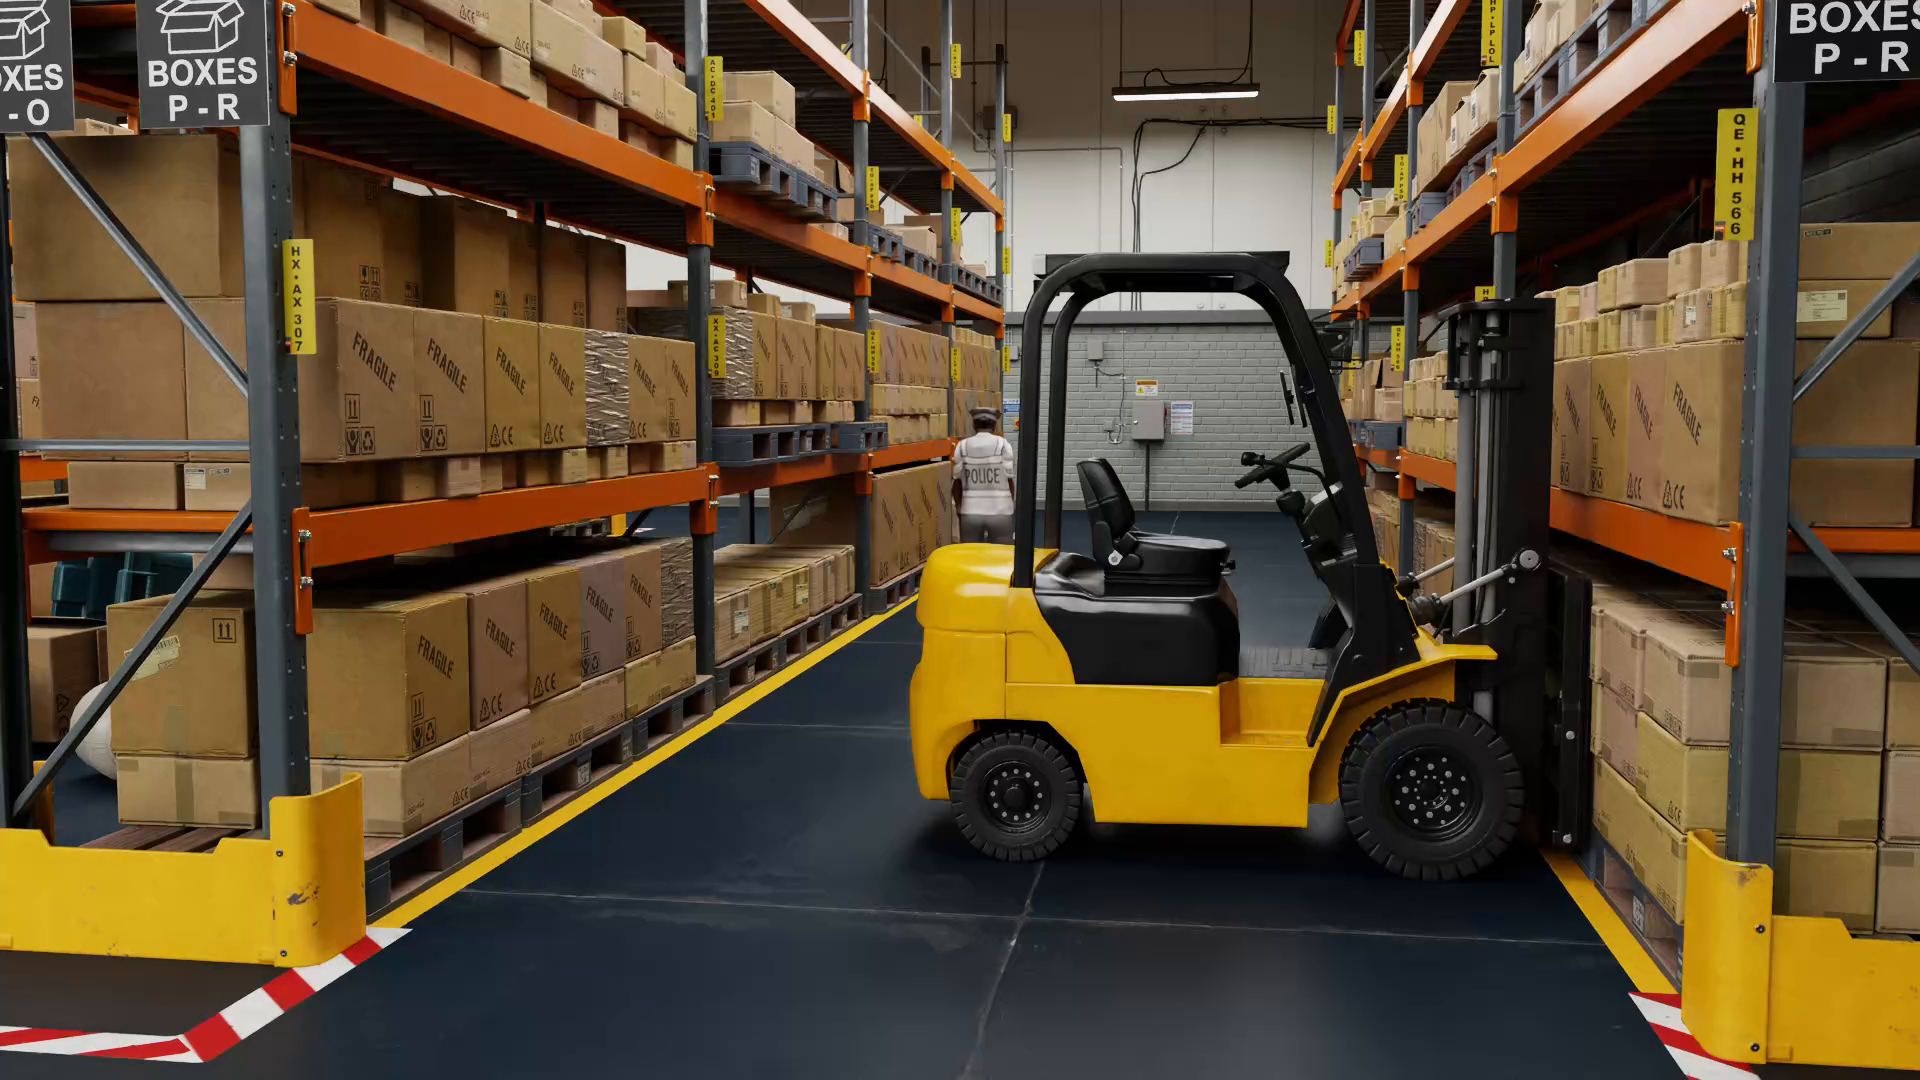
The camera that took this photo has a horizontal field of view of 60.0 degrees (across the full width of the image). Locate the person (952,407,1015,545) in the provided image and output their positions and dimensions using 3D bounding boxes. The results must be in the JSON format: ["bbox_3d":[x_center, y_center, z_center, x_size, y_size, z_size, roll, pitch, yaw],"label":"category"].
[{"bbox_3d":[0.170,-0.146,12.048,0.457,1.624,0.442,1,5,10],"label":"person"}]
